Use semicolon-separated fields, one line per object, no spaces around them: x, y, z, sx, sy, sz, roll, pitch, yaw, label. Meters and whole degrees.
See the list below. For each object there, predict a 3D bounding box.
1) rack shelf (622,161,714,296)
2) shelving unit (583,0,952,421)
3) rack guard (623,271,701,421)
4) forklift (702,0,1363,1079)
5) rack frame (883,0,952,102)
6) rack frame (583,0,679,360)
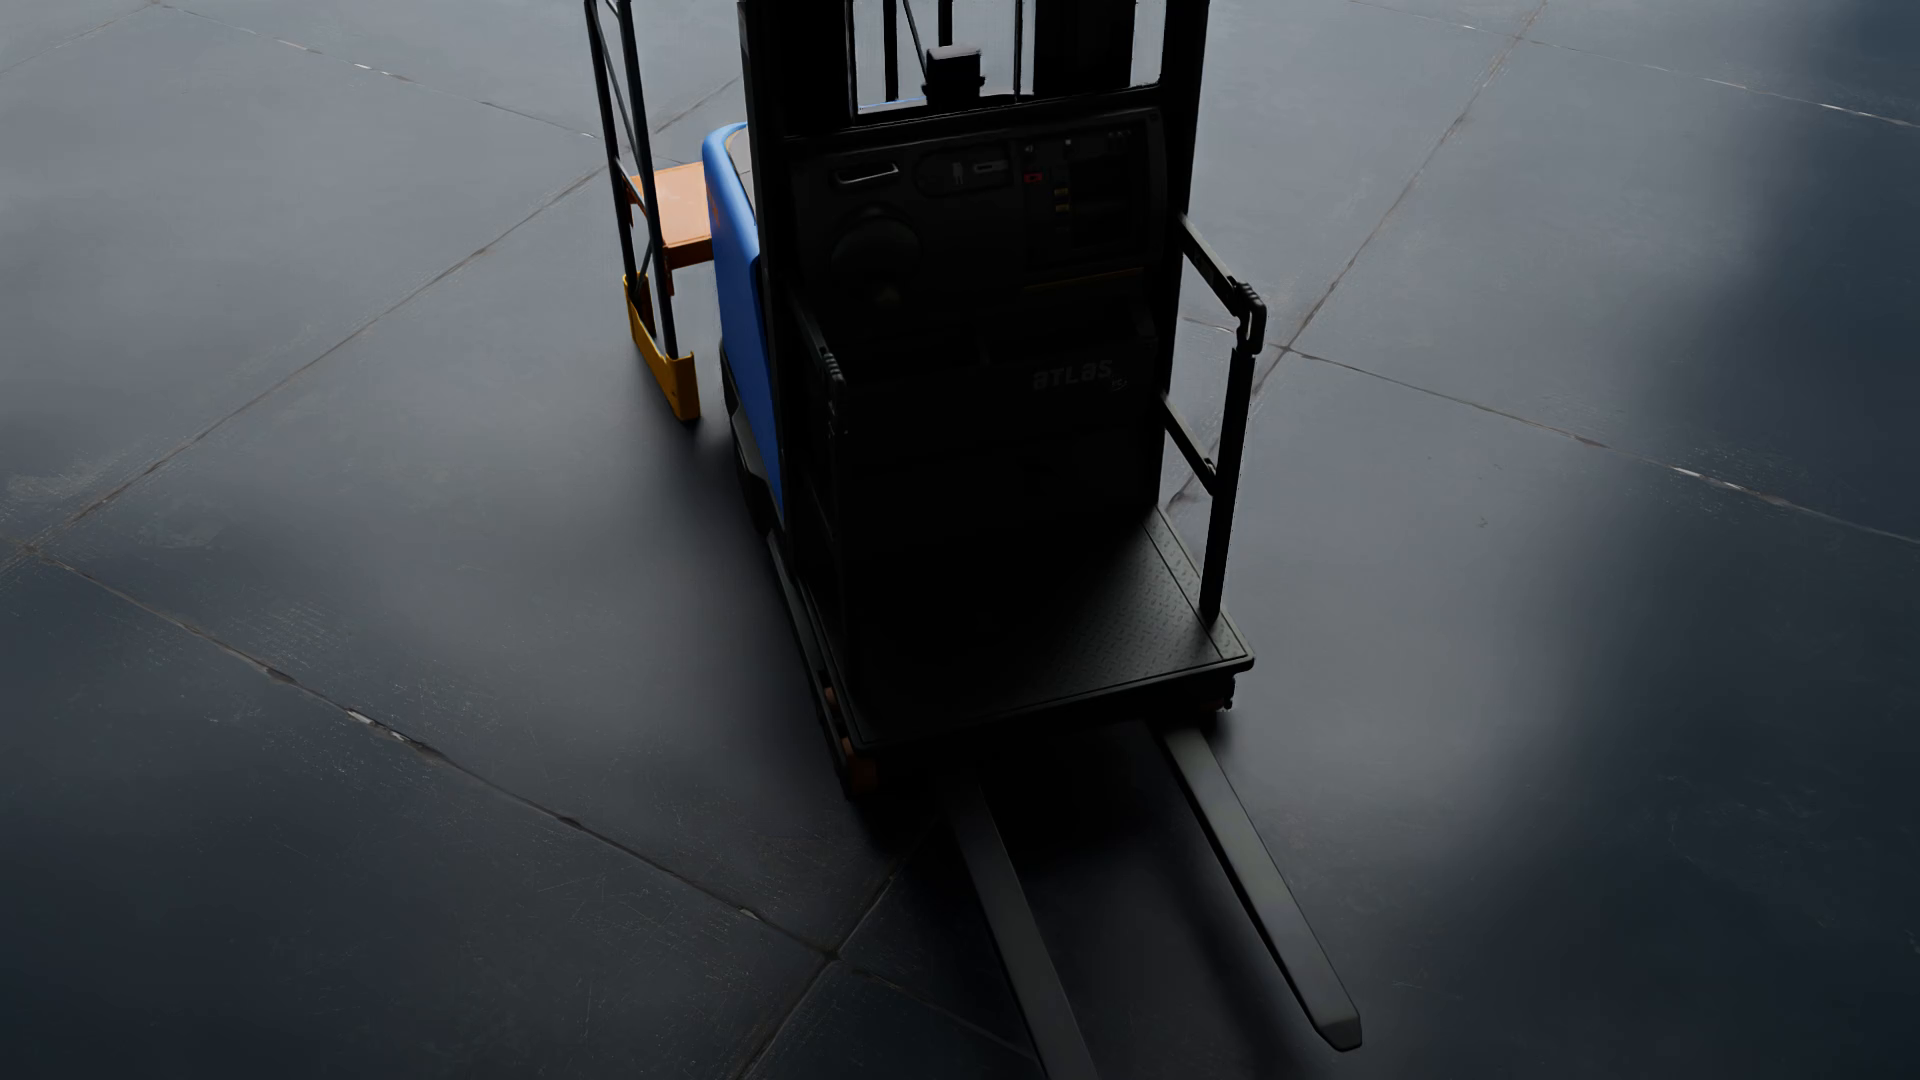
-0.606;-1.158;5.702;1.000;0.185;0.538;-17;44;-19;rack shelf
-0.598;-1.295;5.586;1.083;1.500;0.587;-17;44;-19;shelving unit
-1.049;-0.687;5.841;0.087;0.250;0.587;-17;44;-19;rack guard
0.121;-0.715;3.844;1.130;2.935;3.031;-12;43;-13;forklift
-0.146;-1.435;5.745;0.032;1.500;0.500;-17;44;-19;rack frame
-1.067;-1.151;5.422;0.032;1.500;0.500;-17;44;-19;rack frame
